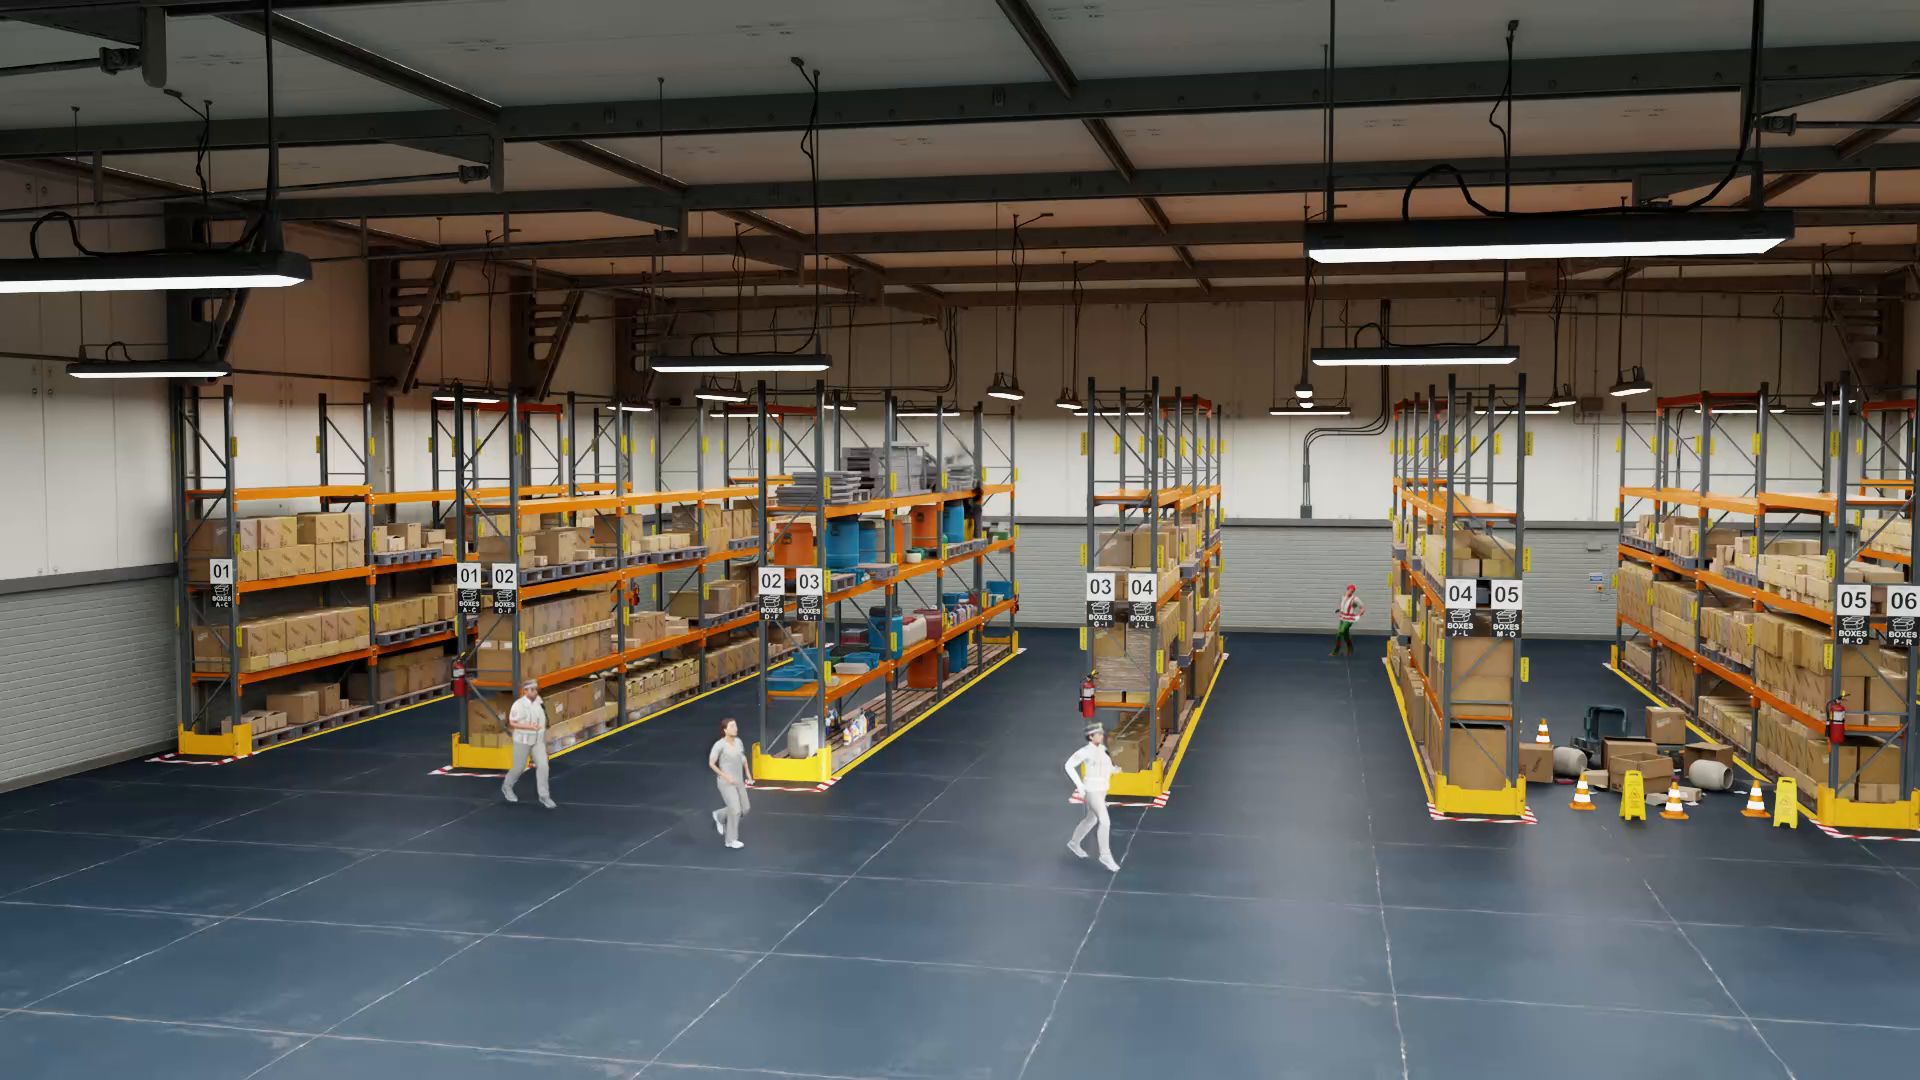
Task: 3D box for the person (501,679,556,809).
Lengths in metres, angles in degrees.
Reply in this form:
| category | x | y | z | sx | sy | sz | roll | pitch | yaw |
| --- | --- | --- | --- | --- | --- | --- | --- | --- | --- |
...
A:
| category | x | y | z | sx | sy | sz | roll | pitch | yaw |
| --- | --- | --- | --- | --- | --- | --- | --- | --- | --- |
| person | -6.027 | 2.814 | 23.169 | 0.915 | 1.792 | 0.620 | 3 | 4 | 41 |

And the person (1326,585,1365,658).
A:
| category | x | y | z | sx | sy | sz | roll | pitch | yaw |
| --- | --- | --- | --- | --- | --- | --- | --- | --- | --- |
| person | 9.173 | 1.922 | 39.432 | 0.840 | 1.761 | 0.733 | -2 | 4 | -26 |

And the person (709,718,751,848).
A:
| category | x | y | z | sx | sy | sz | roll | pitch | yaw |
| --- | --- | --- | --- | --- | --- | --- | --- | --- | --- |
| person | -2.919 | 3.020 | 20.819 | 0.601 | 1.624 | 0.608 | 3 | 4 | 38 |

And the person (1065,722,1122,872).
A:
| category | x | y | z | sx | sy | sz | roll | pitch | yaw |
| --- | --- | --- | --- | --- | --- | --- | --- | --- | --- |
| person | 1.606 | 3.021 | 19.859 | 0.791 | 1.716 | 0.587 | 2 | 4 | 35 |
